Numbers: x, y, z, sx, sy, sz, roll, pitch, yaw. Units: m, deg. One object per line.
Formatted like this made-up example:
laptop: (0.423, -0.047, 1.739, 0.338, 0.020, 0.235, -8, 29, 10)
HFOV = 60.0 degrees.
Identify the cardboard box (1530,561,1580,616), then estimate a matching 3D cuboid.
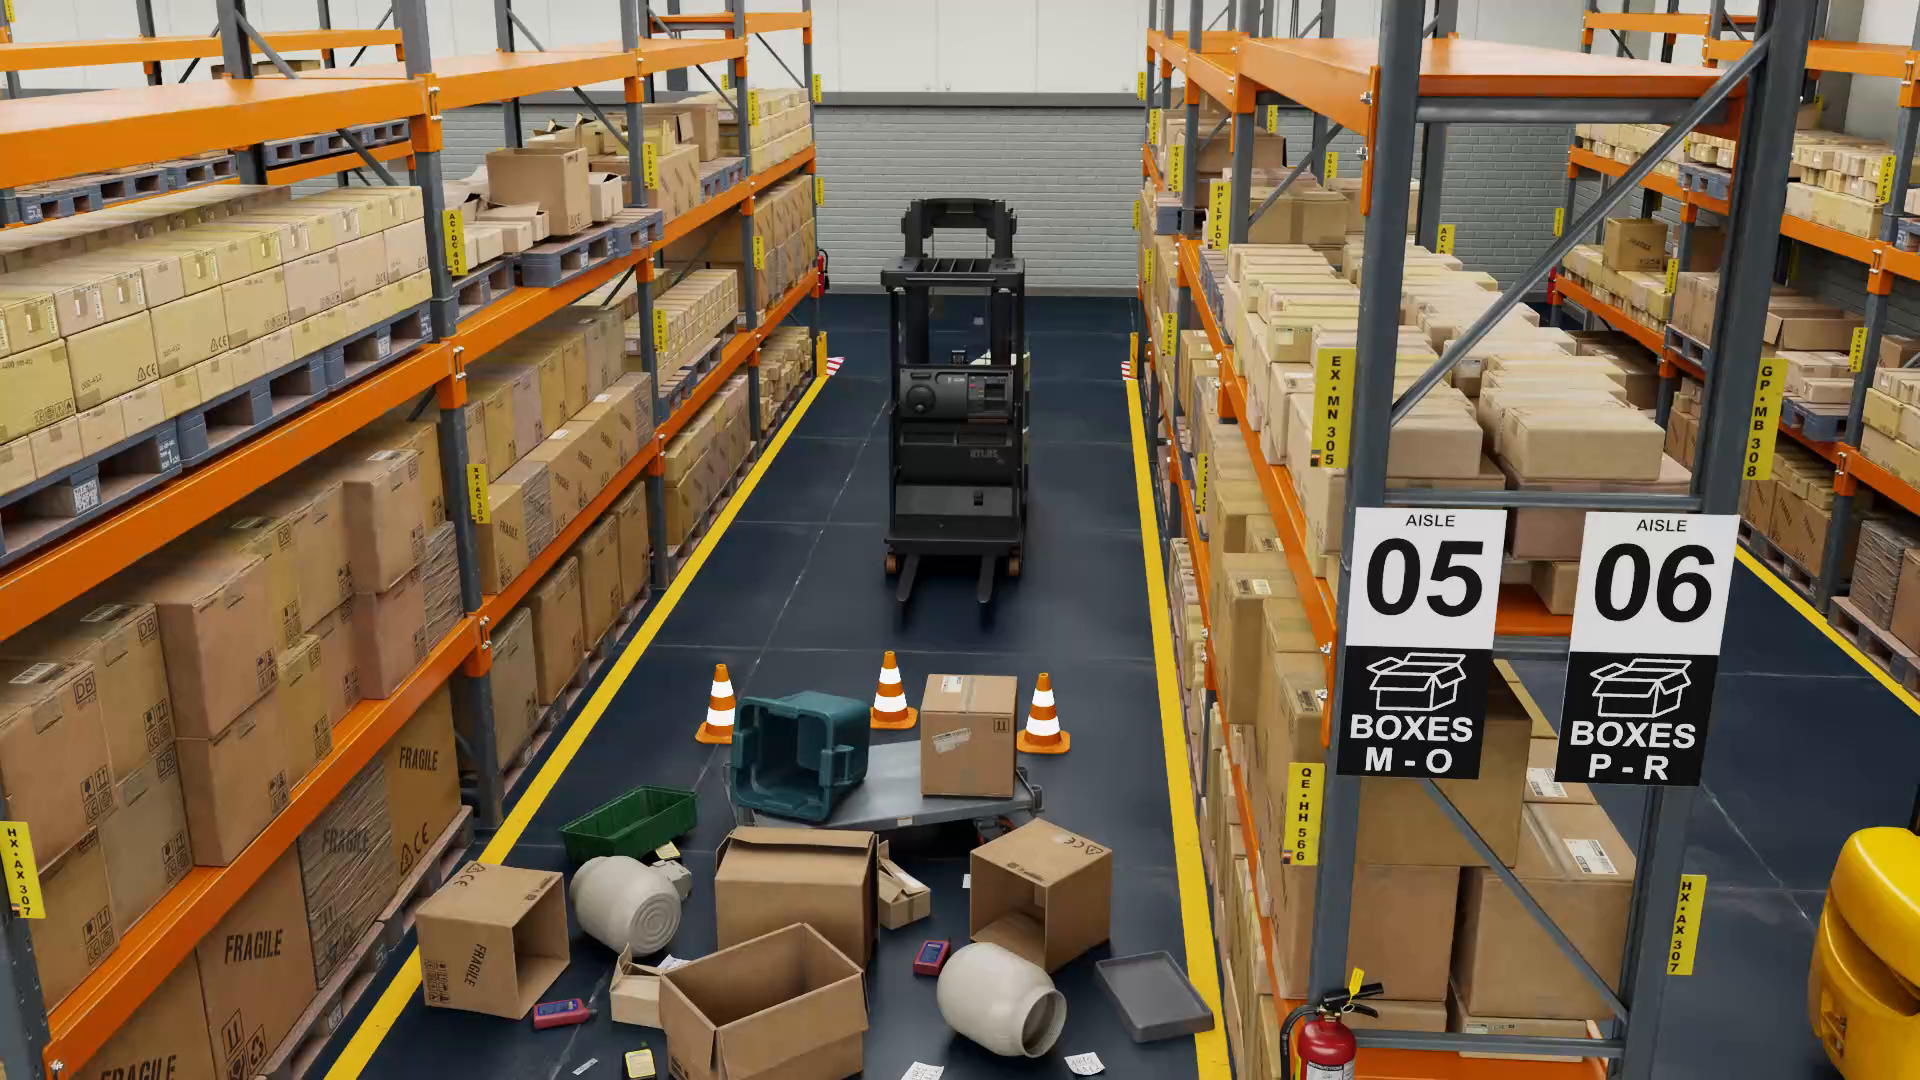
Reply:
cardboard box: (1.894, 0.112, 4.849, 0.380, 0.149, 0.250, 1, 18, 4)

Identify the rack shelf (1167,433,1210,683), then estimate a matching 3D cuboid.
rack shelf: (1.976, -0.008, 10.784, 1.077, 0.370, 4.000, 1, 18, 4)

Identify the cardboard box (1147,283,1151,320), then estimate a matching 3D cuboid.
cardboard box: (2.216, -2.570, 17.289, 0.500, 0.500, 0.500, 1, 18, 3)

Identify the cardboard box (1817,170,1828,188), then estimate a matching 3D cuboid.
cardboard box: (6.981, -2.836, 13.043, 0.380, 0.149, 0.250, 1, 18, 4)

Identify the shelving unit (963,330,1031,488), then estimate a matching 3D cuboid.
shelving unit: (0.341, -1.124, 15.443, 0.431, 1.500, 0.755, 6, 19, 18)

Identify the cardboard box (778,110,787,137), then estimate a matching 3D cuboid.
cardboard box: (-2.153, -4.503, 17.969, 0.500, 0.250, 0.500, 0, 18, 2)

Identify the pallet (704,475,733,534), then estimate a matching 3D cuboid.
pallet: (-2.677, -0.345, 15.137, 1.003, 0.211, 1.213, 1, 18, 4)

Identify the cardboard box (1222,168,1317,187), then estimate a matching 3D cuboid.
cardboard box: (1.799, -2.020, 9.716, 0.500, 0.250, 0.500, 2, 18, 5)

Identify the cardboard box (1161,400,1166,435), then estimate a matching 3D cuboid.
cardboard box: (2.559, -1.387, 17.280, 0.875, 0.438, 0.875, 1, 18, 3)

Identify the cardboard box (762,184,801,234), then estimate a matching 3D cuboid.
cardboard box: (-2.100, -3.732, 18.750, 0.500, 0.500, 0.500, 2, 18, 7)

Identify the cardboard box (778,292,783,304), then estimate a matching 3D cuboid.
cardboard box: (-2.145, -2.663, 18.137, 0.380, 0.149, 0.250, 2, 18, 6)

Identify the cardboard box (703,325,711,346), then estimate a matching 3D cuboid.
cardboard box: (-2.459, -1.840, 14.949, 0.380, 0.149, 0.250, 2, 18, 6)

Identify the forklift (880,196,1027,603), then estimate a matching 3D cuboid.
forklift: (-0.039, -1.197, 13.369, 1.130, 2.935, 3.031, 1, 18, 3)

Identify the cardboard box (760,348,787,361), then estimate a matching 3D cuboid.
cardboard box: (-2.179, -2.089, 18.928, 0.380, 0.149, 0.250, 1, 18, 2)

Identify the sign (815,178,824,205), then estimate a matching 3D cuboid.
sign: (-1.699, -4.216, 20.106, 0.100, 0.325, 0.005, 1, 18, 4)

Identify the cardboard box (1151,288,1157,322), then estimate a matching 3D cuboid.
cardboard box: (2.094, -2.249, 15.907, 0.500, 0.250, 0.500, 1, 18, 2)

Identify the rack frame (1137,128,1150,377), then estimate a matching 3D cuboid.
rack frame: (2.693, -3.455, 20.150, 1.000, 3.000, 0.127, 1, 18, 4)

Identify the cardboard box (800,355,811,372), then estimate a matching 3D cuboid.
cardboard box: (-1.998, -2.129, 20.007, 0.380, 0.149, 0.250, 2, 18, 6)

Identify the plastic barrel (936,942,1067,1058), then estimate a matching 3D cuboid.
plastic barrel: (0.184, 2.063, 7.447, 0.512, 0.421, 0.421, 17, 25, 41)

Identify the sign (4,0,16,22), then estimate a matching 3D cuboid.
sign: (-11.581, -6.477, 20.257, 0.100, 0.325, 0.005, 1, 18, 4)

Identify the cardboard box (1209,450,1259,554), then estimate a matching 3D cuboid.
cardboard box: (1.527, -0.102, 7.674, 0.700, 0.500, 0.500, 1, 18, 4)

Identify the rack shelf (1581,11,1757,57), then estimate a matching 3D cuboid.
rack shelf: (7.501, -5.232, 17.098, 1.077, 0.370, 4.000, 1, 18, 4)

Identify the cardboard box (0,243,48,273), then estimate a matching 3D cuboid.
cardboard box: (-3.621, -1.004, 6.141, 0.380, 0.149, 0.250, 1, 18, 3)

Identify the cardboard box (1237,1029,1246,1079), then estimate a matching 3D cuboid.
cardboard box: (1.381, 2.203, 6.623, 0.500, 0.250, 0.500, 1, 18, 4)

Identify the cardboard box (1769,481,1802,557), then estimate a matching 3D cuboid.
cardboard box: (6.933, -0.164, 13.446, 0.500, 0.500, 0.500, 1, 18, 3)

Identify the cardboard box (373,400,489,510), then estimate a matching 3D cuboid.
cardboard box: (-3.082, -0.484, 9.317, 0.700, 0.500, 0.500, 1, 18, 3)

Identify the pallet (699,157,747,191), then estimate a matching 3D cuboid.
pallet: (-2.688, -3.439, 15.585, 1.213, 0.211, 1.003, 1, 18, 4)

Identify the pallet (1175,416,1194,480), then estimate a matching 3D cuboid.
pallet: (2.175, -0.656, 11.915, 1.213, 0.211, 1.003, 1, 18, 4)

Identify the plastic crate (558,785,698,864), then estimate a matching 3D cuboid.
plastic crate: (-1.817, 1.585, 9.193, 0.450, 0.188, 0.662, 0, 15, 35)

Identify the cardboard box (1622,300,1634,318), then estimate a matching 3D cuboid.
cardboard box: (7.156, -2.412, 17.370, 0.380, 0.149, 0.250, 1, 18, 3)

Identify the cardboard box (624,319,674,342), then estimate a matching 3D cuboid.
cardboard box: (-2.560, -1.711, 13.602, 0.380, 0.149, 0.250, 1, 18, 4)

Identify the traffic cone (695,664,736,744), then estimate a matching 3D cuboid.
traffic cone: (-1.509, 1.015, 10.581, 0.336, 0.463, 0.334, 1, 18, 4)

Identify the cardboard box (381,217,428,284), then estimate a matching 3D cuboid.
cardboard box: (-2.891, -1.391, 7.963, 0.500, 0.250, 0.500, 1, 18, 3)

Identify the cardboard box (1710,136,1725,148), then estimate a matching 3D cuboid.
cardboard box: (6.890, -3.552, 14.721, 0.380, 0.149, 0.250, 1, 18, 3)

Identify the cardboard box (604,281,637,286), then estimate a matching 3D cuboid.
cardboard box: (-3.080, -2.299, 15.396, 0.380, 0.149, 0.250, 1, 18, 3)

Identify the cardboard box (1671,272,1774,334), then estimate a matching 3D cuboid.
cardboard box: (7.100, -2.205, 15.500, 0.700, 0.500, 0.500, 2, 18, 5)

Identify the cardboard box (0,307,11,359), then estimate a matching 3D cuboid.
cardboard box: (-3.057, -0.594, 4.888, 0.380, 0.149, 0.250, 1, 18, 5)

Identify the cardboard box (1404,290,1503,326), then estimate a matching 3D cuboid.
cardboard box: (2.002, -0.905, 6.674, 0.380, 0.149, 0.250, 1, 18, 5)

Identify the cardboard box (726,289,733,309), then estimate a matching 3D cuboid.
cardboard box: (-2.387, -2.304, 15.887, 0.380, 0.149, 0.250, 1, 18, 4)

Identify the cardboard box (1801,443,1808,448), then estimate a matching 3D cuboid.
cardboard box: (7.520, -0.822, 14.411, 0.380, 0.149, 0.250, 1, 18, 2)

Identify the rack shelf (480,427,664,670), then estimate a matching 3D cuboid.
rack shelf: (-2.968, -0.087, 11.025, 1.077, 0.370, 4.000, 1, 18, 4)

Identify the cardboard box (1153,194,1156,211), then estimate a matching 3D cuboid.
cardboard box: (2.269, -3.619, 17.842, 0.380, 0.149, 0.250, 1, 18, 4)

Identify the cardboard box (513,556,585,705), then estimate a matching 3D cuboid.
cardboard box: (-3.084, 0.568, 10.811, 1.050, 0.750, 0.750, 1, 18, 4)

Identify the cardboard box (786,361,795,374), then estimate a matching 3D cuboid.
cardboard box: (-2.101, -1.948, 18.978, 0.380, 0.149, 0.250, 2, 18, 7)

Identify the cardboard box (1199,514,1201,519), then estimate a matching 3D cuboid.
cardboard box: (1.629, -0.216, 9.994, 0.380, 0.149, 0.250, 1, 18, 4)

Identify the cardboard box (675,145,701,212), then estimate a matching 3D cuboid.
cardboard box: (-2.459, -3.005, 13.798, 0.500, 0.500, 0.500, 1, 18, 4)

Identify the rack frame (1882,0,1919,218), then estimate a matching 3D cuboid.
rack frame: (7.071, -3.712, 11.299, 1.000, 3.000, 0.127, 1, 18, 4)

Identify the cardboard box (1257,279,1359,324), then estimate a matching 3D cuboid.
cardboard box: (1.455, -1.000, 6.964, 0.380, 0.149, 0.250, 1, 18, 2)

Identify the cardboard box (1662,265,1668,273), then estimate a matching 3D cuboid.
cardboard box: (7.760, -2.791, 17.885, 0.500, 0.250, 0.500, 1, 18, 4)

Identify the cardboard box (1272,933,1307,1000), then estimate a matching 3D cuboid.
cardboard box: (1.267, 1.431, 5.641, 0.380, 0.149, 0.250, 1, 18, 3)

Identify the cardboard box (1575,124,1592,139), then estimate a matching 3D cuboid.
cardboard box: (7.340, -4.709, 18.924, 0.500, 0.250, 0.500, 1, 18, 3)

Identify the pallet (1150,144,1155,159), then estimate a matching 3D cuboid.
pallet: (2.566, -4.228, 17.834, 1.003, 0.211, 1.213, 1, 18, 4)

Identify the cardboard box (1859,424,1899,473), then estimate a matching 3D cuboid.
cardboard box: (6.795, -0.657, 11.852, 0.500, 0.250, 0.500, 1, 18, 4)

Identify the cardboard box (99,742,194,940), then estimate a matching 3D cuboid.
cardboard box: (-3.399, 1.076, 6.081, 0.875, 0.550, 0.550, 1, 18, 4)
